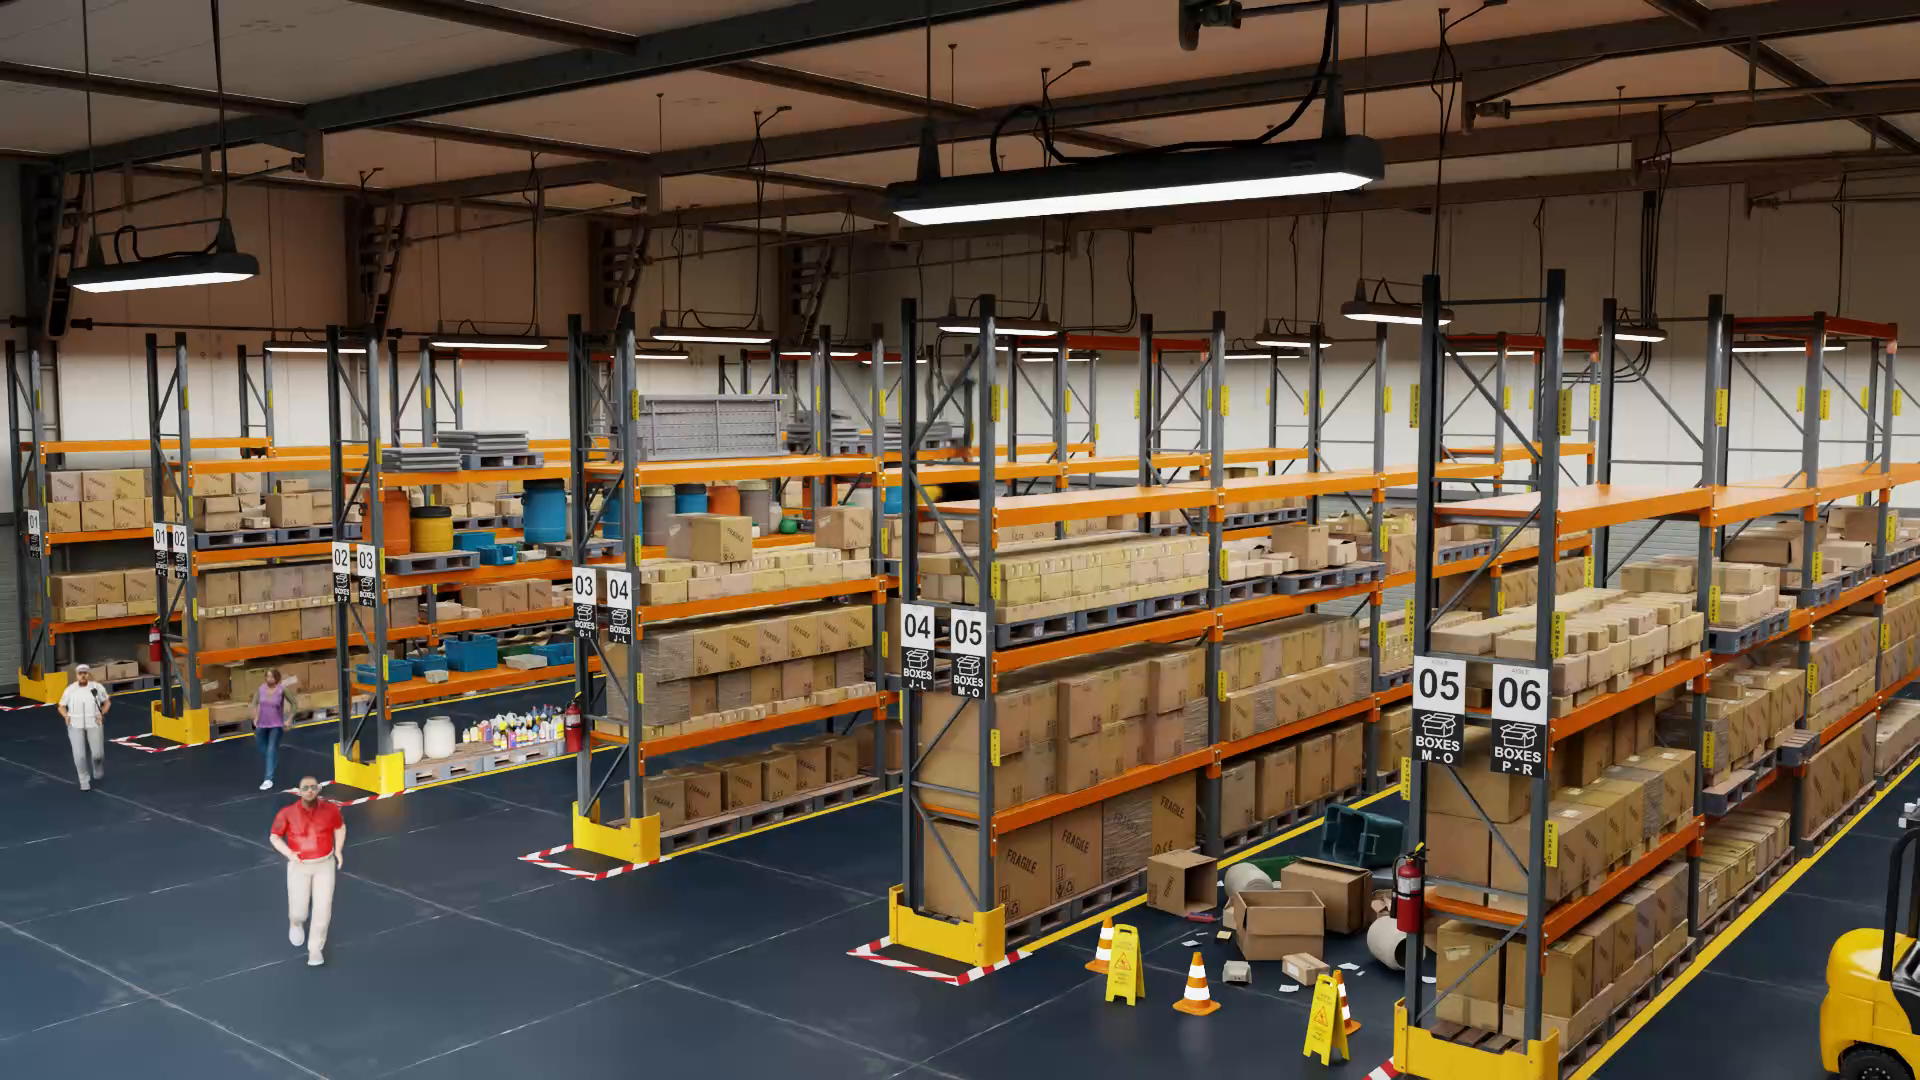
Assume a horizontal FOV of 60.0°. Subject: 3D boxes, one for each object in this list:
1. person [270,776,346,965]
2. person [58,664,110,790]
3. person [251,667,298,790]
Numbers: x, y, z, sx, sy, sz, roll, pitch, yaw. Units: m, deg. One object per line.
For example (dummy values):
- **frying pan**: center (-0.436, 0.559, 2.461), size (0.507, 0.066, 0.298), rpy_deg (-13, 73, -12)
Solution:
- **person**: center (-5.897, 2.968, 15.104), size (0.658, 1.680, 0.672), rpy_deg (-3, 6, -29)
- **person**: center (-11.373, 2.416, 21.617), size (0.605, 1.615, 0.578), rpy_deg (-3, 6, -26)
- **person**: center (-8.973, 2.429, 21.792), size (0.581, 1.573, 0.704), rpy_deg (-1, 5, -13)
